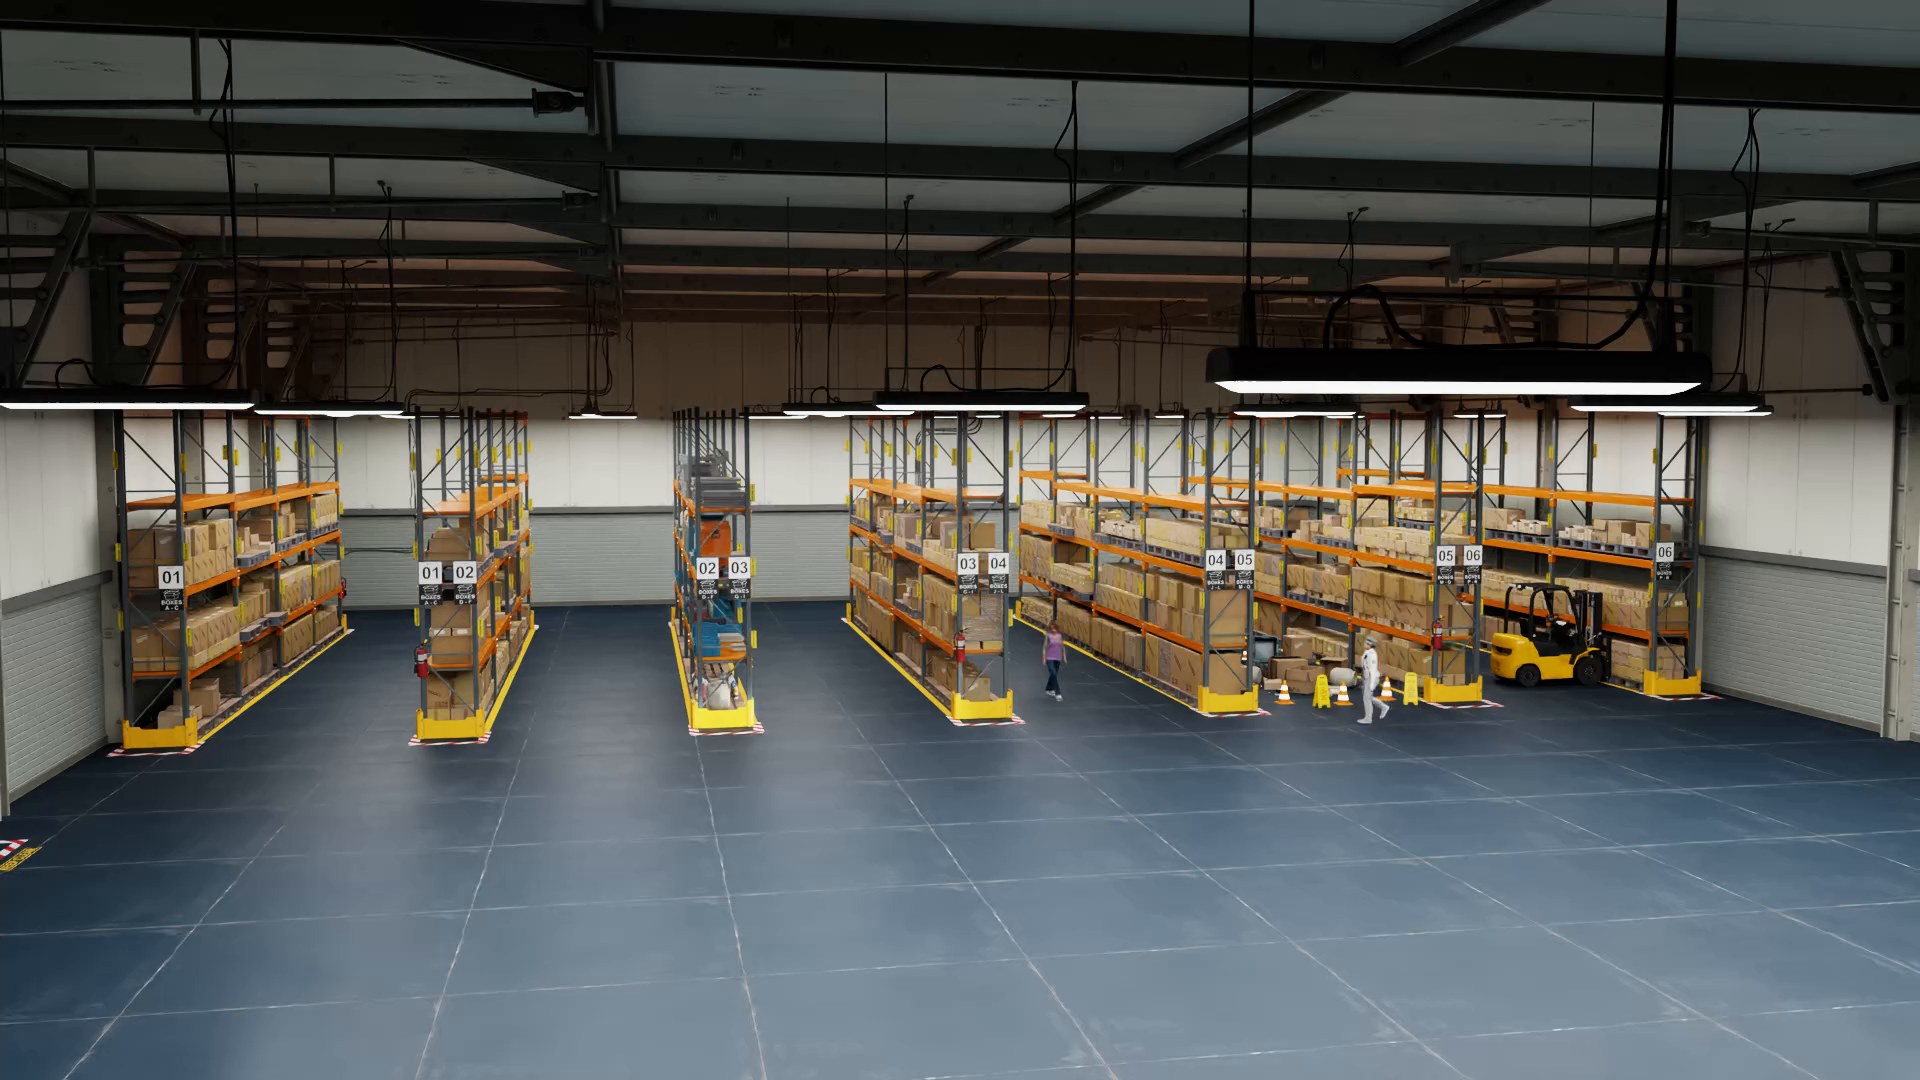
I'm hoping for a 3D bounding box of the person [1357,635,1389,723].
[{"bbox_3d":[7.848,2.632,31.518,0.650,1.667,0.492,0,4,-1],"label":"person"}]

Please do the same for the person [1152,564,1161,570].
[{"bbox_3d":[5.634,1.487,47.846,0.626,1.699,0.486,1,4,20],"label":"person"}]

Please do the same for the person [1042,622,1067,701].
[{"bbox_3d":[1.946,2.494,34.380,0.429,1.606,0.736,-2,5,-26],"label":"person"}]

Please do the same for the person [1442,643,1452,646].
[{"bbox_3d":[11.274,2.137,38.369,0.607,1.726,0.744,-2,4,-25],"label":"person"}]
